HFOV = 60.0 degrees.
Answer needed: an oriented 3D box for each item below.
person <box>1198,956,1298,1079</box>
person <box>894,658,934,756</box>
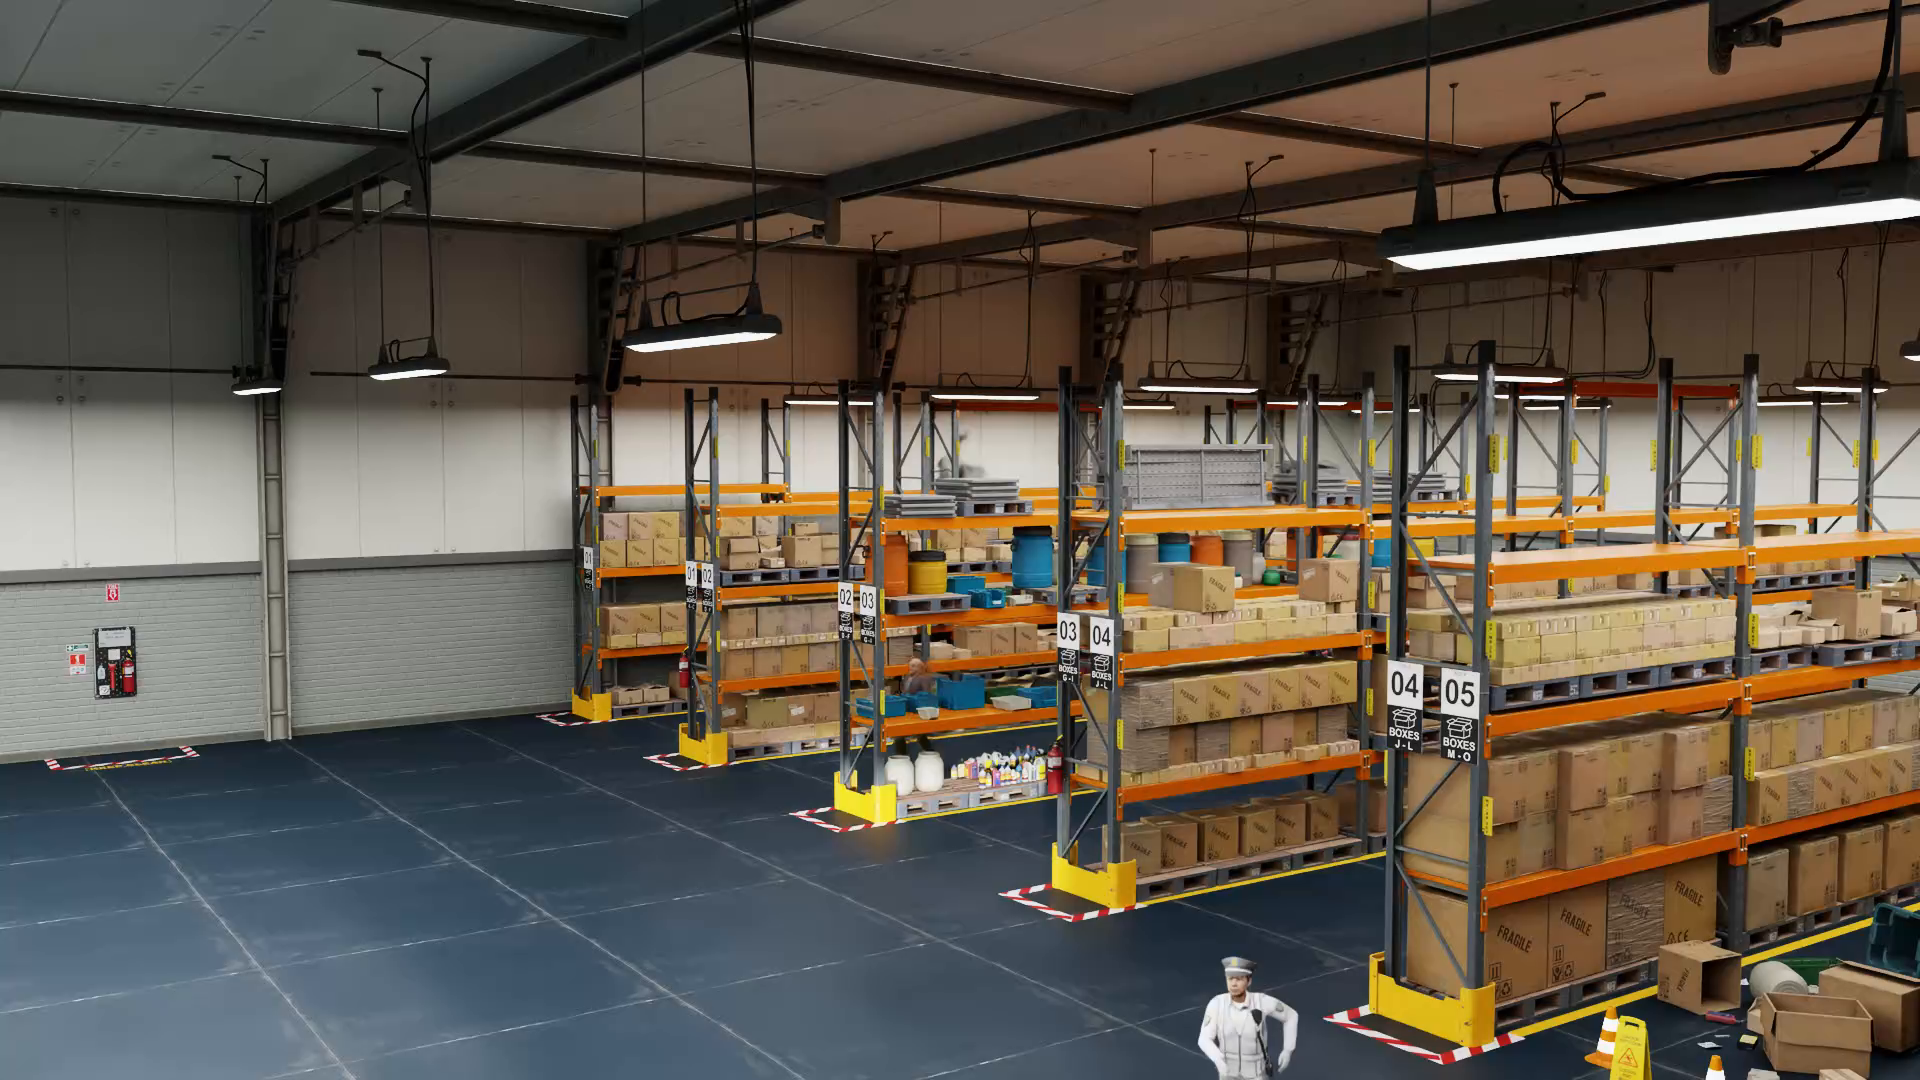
[{"bbox_3d":[1.947,3.639,11.320,0.625,1.636,0.793,1,4,21],"label":"person"},{"bbox_3d":[-0.693,2.736,25.574,0.672,1.847,0.855,3,4,40],"label":"person"}]
